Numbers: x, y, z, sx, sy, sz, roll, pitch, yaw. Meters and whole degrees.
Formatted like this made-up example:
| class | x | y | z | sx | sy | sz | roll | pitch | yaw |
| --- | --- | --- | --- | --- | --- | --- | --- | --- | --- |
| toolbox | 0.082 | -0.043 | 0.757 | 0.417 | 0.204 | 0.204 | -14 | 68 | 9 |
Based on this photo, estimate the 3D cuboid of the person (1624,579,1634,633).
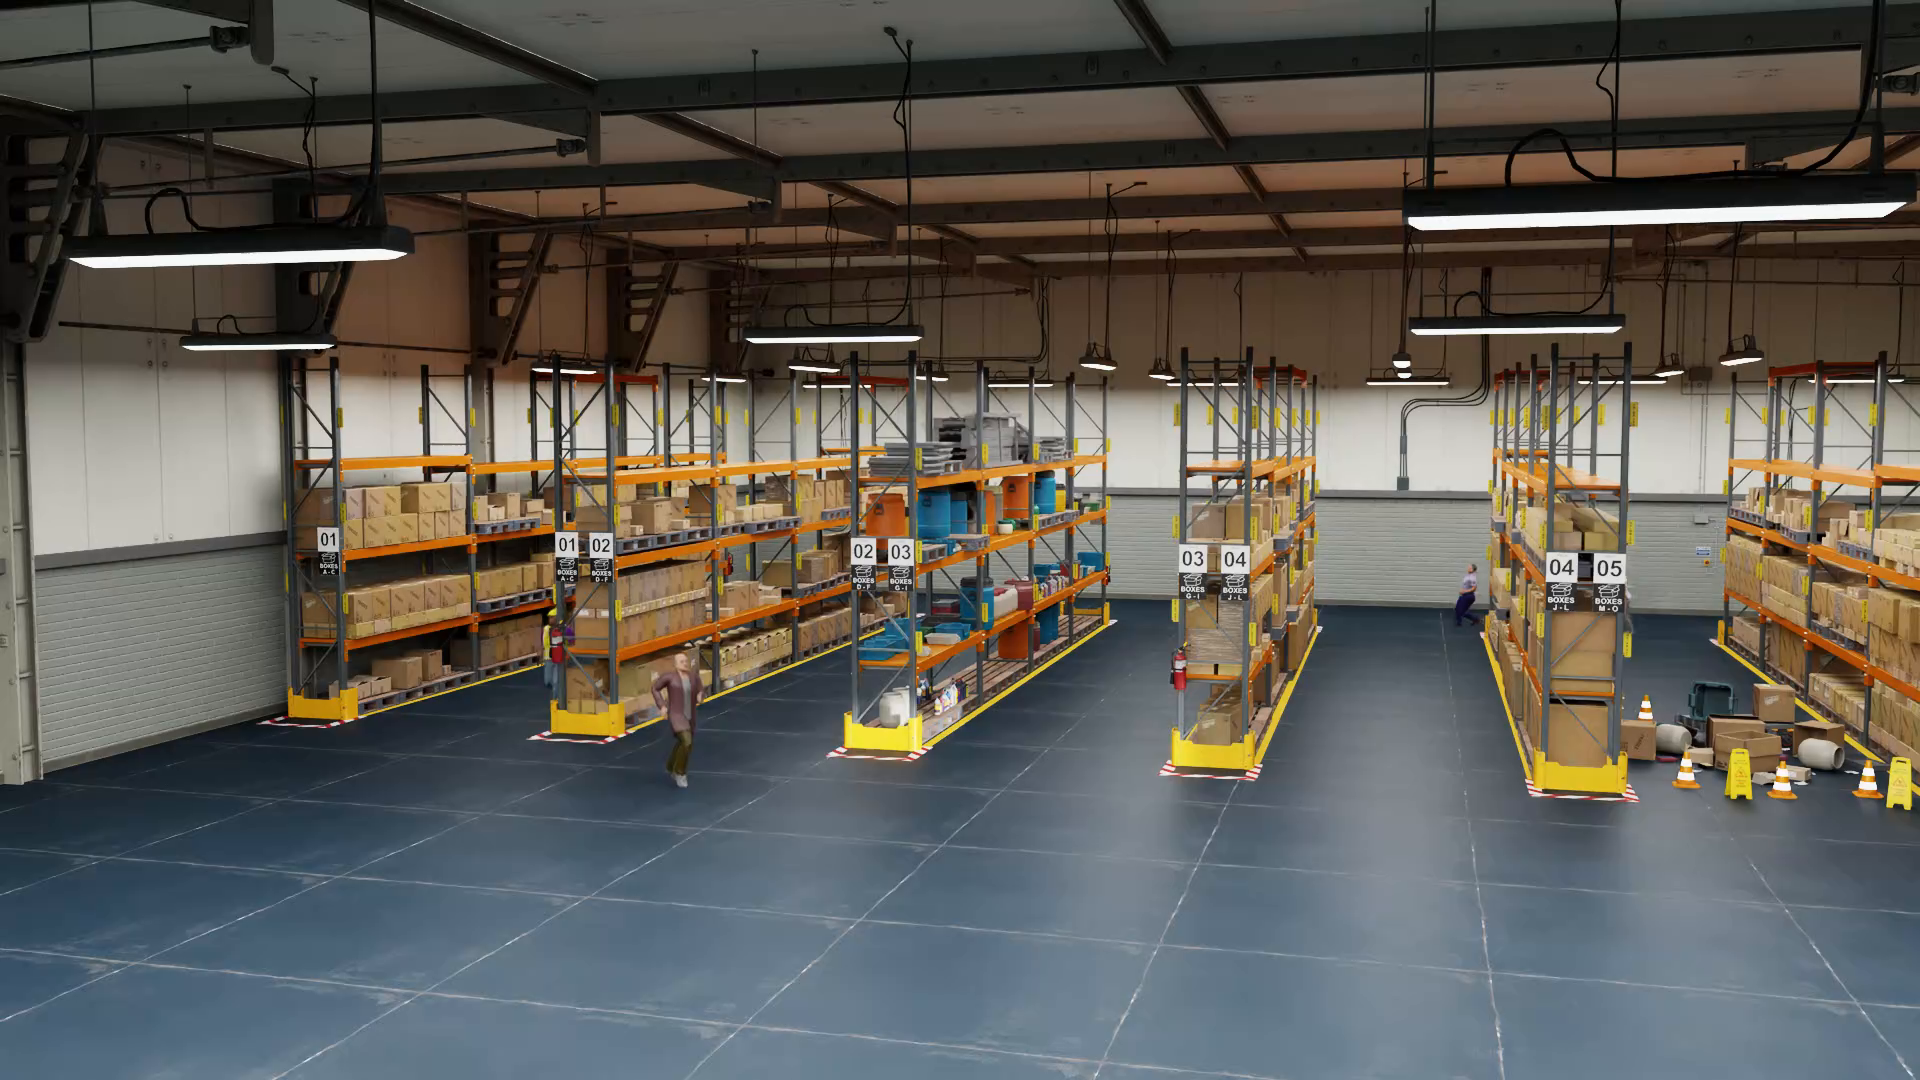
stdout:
| class | x | y | z | sx | sy | sz | roll | pitch | yaw |
| --- | --- | --- | --- | --- | --- | --- | --- | --- | --- |
| person | 15.238 | 1.377 | 38.462 | 0.721 | 1.610 | 0.562 | 0 | 4 | 5 |

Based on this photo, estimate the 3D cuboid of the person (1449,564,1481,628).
| class | x | y | z | sx | sy | sz | roll | pitch | yaw |
| --- | --- | --- | --- | --- | --- | --- | --- | --- | --- |
| person | 11.962 | 1.345 | 39.291 | 0.699 | 1.586 | 0.724 | 1 | 4 | 12 |

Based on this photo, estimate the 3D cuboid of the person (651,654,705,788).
| class | x | y | z | sx | sy | sz | roll | pitch | yaw |
| --- | --- | --- | --- | --- | --- | --- | --- | --- | --- |
| person | -3.798 | 2.455 | 22.703 | 0.798 | 1.829 | 0.679 | 4 | 6 | 45 |

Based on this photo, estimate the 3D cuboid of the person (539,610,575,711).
| class | x | y | z | sx | sy | sz | roll | pitch | yaw |
| --- | --- | --- | --- | --- | --- | --- | --- | --- | --- |
| person | -6.914 | 2.051 | 28.544 | 0.691 | 1.734 | 0.632 | 1 | 4 | 14 |
